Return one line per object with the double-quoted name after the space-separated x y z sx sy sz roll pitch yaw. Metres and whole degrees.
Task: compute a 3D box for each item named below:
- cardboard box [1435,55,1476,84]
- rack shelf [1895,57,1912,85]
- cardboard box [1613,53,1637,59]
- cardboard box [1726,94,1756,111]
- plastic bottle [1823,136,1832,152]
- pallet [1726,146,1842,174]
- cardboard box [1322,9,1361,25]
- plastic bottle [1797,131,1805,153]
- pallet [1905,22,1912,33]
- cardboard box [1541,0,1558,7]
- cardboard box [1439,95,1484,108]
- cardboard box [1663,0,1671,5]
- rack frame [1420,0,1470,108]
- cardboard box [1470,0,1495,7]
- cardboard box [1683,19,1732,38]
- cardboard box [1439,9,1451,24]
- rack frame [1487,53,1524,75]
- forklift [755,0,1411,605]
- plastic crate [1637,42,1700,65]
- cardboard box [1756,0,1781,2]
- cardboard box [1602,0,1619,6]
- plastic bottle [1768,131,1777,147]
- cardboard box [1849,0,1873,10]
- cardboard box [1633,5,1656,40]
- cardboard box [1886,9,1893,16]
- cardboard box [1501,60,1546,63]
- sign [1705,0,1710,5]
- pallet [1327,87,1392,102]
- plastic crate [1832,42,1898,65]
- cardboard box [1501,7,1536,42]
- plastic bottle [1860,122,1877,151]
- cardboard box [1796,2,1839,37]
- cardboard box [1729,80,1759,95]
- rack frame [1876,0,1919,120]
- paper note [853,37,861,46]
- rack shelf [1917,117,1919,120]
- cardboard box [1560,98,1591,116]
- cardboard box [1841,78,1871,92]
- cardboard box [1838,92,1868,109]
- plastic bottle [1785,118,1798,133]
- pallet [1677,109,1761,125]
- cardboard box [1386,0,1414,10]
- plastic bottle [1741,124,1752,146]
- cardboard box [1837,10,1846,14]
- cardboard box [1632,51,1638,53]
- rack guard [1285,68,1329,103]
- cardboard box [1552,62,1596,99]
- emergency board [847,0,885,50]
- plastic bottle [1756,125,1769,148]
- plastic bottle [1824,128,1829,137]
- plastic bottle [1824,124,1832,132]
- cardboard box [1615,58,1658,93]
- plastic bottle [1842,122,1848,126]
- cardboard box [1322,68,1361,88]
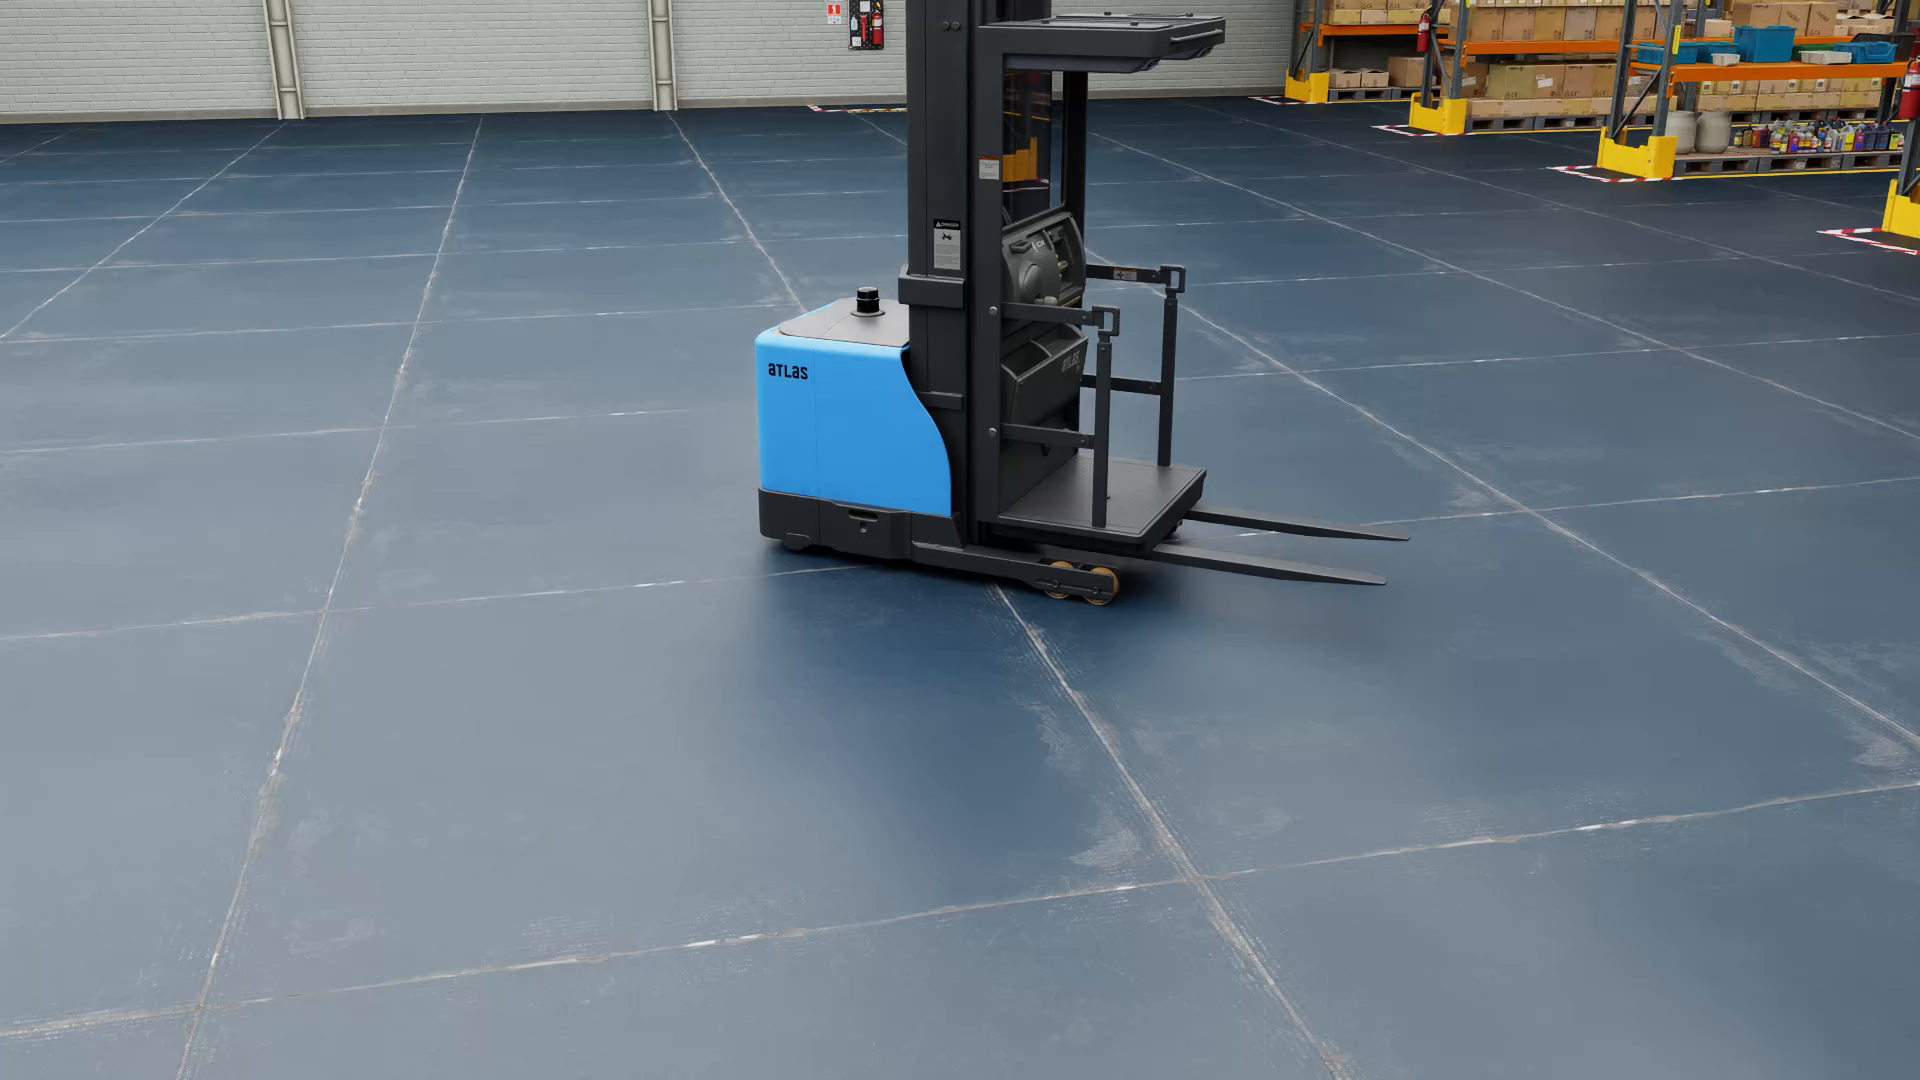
9.062 -8.610 30.453 0.500 0.500 0.500 -6 21 -17 "cardboard box"
14.288 -6.177 21.863 4.000 0.370 1.077 -5 21 -12 "rack shelf"
12.261 -8.897 31.237 0.500 0.500 0.700 -5 21 -13 "cardboard box"
12.153 -6.910 26.205 0.500 0.250 0.500 -4 21 -11 "cardboard box"
11.013 -5.031 21.117 0.097 0.201 0.097 0 20 0 "plastic bottle"
10.489 -4.910 21.413 1.213 0.211 1.003 -5 21 -12 "pallet"
6.718 -9.228 29.333 0.500 0.250 0.500 -5 21 -14 "cardboard box"
10.619 -5.032 21.017 0.097 0.271 0.097 0 20 0 "plastic bottle"
15.742 -8.319 26.942 1.003 0.211 1.213 -5 21 -12 "pallet"
8.749 -8.091 24.954 0.250 0.149 0.380 -5 21 -14 "cardboard box"
7.767 -6.746 25.756 0.500 0.250 0.500 -5 21 -12 "cardboard box"
10.750 -8.254 25.399 0.250 0.149 0.380 -5 21 -14 "cardboard box"
7.313 -7.698 24.970 0.127 3.000 1.000 -5 21 -12 "rack frame"
7.745 -8.009 24.729 0.250 0.149 0.380 -5 21 -13 "cardboard box"
11.675 -7.998 26.006 0.500 0.250 0.500 -3 20 -9 "cardboard box"
8.699 -9.391 29.780 0.500 0.250 0.500 -5 21 -13 "cardboard box"
10.062 -9.673 30.360 0.127 3.000 1.000 -5 21 -12 "rack frame"
0.575 -1.290 7.575 3.031 2.935 1.130 9 22 22 "forklift"
8.868 -6.110 20.850 0.616 0.251 0.499 -5 21 -12 "plastic crate"
14.998 -10.177 31.128 0.500 0.500 0.500 -4 20 -11 "cardboard box"
9.755 -8.173 25.178 0.250 0.149 0.380 -4 21 -11 "cardboard box"
10.569 -5.206 21.595 0.097 0.201 0.097 0 20 0 "plastic bottle"
16.962 -10.338 31.567 0.500 0.500 0.500 -4 21 -12 "cardboard box"
10.264 -7.981 25.595 0.500 0.500 0.700 -5 21 -13 "cardboard box"
17.584 -10.076 31.796 0.250 0.149 0.380 -4 21 -12 "cardboard box"
8.736 -7.183 25.859 0.500 0.500 0.500 -5 21 -12 "cardboard box"
11.335 -8.273 25.165 0.005 0.325 0.100 -5 21 -12 "sign"
7.042 -8.105 30.135 1.213 0.211 1.003 -5 21 -12 "pallet"
11.328 -6.108 20.845 0.616 0.251 0.499 -5 21 -12 "plastic crate"
8.281 -7.821 25.160 0.500 0.500 0.700 -4 21 -11 "cardboard box"
11.595 -5.157 21.243 0.185 0.351 0.144 -6 21 -15 "plastic bottle"
13.469 -8.240 26.304 0.500 0.500 0.500 -6 21 -15 "cardboard box"
12.154 -7.172 26.103 0.500 0.311 0.500 -5 21 -13 "cardboard box"
15.099 -8.332 26.698 0.127 3.000 1.000 -5 21 -12 "rack frame"
-1.789 -8.639 28.818 0.142 0.148 0.016 -5 21 -12 "paper note"
11.536 -4.203 16.473 4.000 0.370 1.077 -5 21 -12 "rack shelf"
9.346 -6.691 25.606 0.500 0.250 0.500 -5 21 -12 "cardboard box"
14.141 -7.334 26.546 0.500 0.311 0.500 -5 21 -13 "cardboard box"
14.142 -7.073 26.648 0.500 0.250 0.500 -5 21 -13 "cardboard box"
10.864 -5.346 21.759 0.185 0.351 0.144 -5 21 -13 "plastic bottle"
11.914 -6.777 26.509 1.213 0.211 1.003 -5 21 -12 "pallet"
7.691 -9.659 29.421 0.500 0.500 0.500 -5 21 -14 "cardboard box"
10.245 -5.279 21.674 0.133 0.283 0.061 -4 21 -11 "plastic bottle"
16.585 -10.005 31.603 0.250 0.149 0.380 -5 21 -12 "cardboard box"
12.697 -9.276 31.180 0.500 0.250 0.500 -4 21 -11 "cardboard box"
6.244 -8.189 29.942 0.348 0.500 1.175 -5 21 -12 "rack guard"
9.347 -7.043 25.476 0.500 0.500 0.500 -5 21 -12 "cardboard box"
-1.601 -9.044 28.642 0.643 1.169 0.194 -5 21 -12 "emergency board"
10.413 -5.239 21.564 0.133 0.283 0.061 -5 21 -12 "plastic bottle"
11.097 -5.124 21.250 0.133 0.283 0.061 -5 21 -12 "plastic bottle"
11.348 -5.305 21.764 0.097 0.271 0.097 0 20 0 "plastic bottle"
10.683 -7.341 26.292 0.500 0.500 0.500 -5 21 -12 "cardboard box"
11.623 -5.371 21.937 0.135 0.276 0.152 -4 20 -11 "plastic bottle"
6.864 -8.325 29.950 0.500 0.311 0.500 -7 21 -19 "cardboard box"
